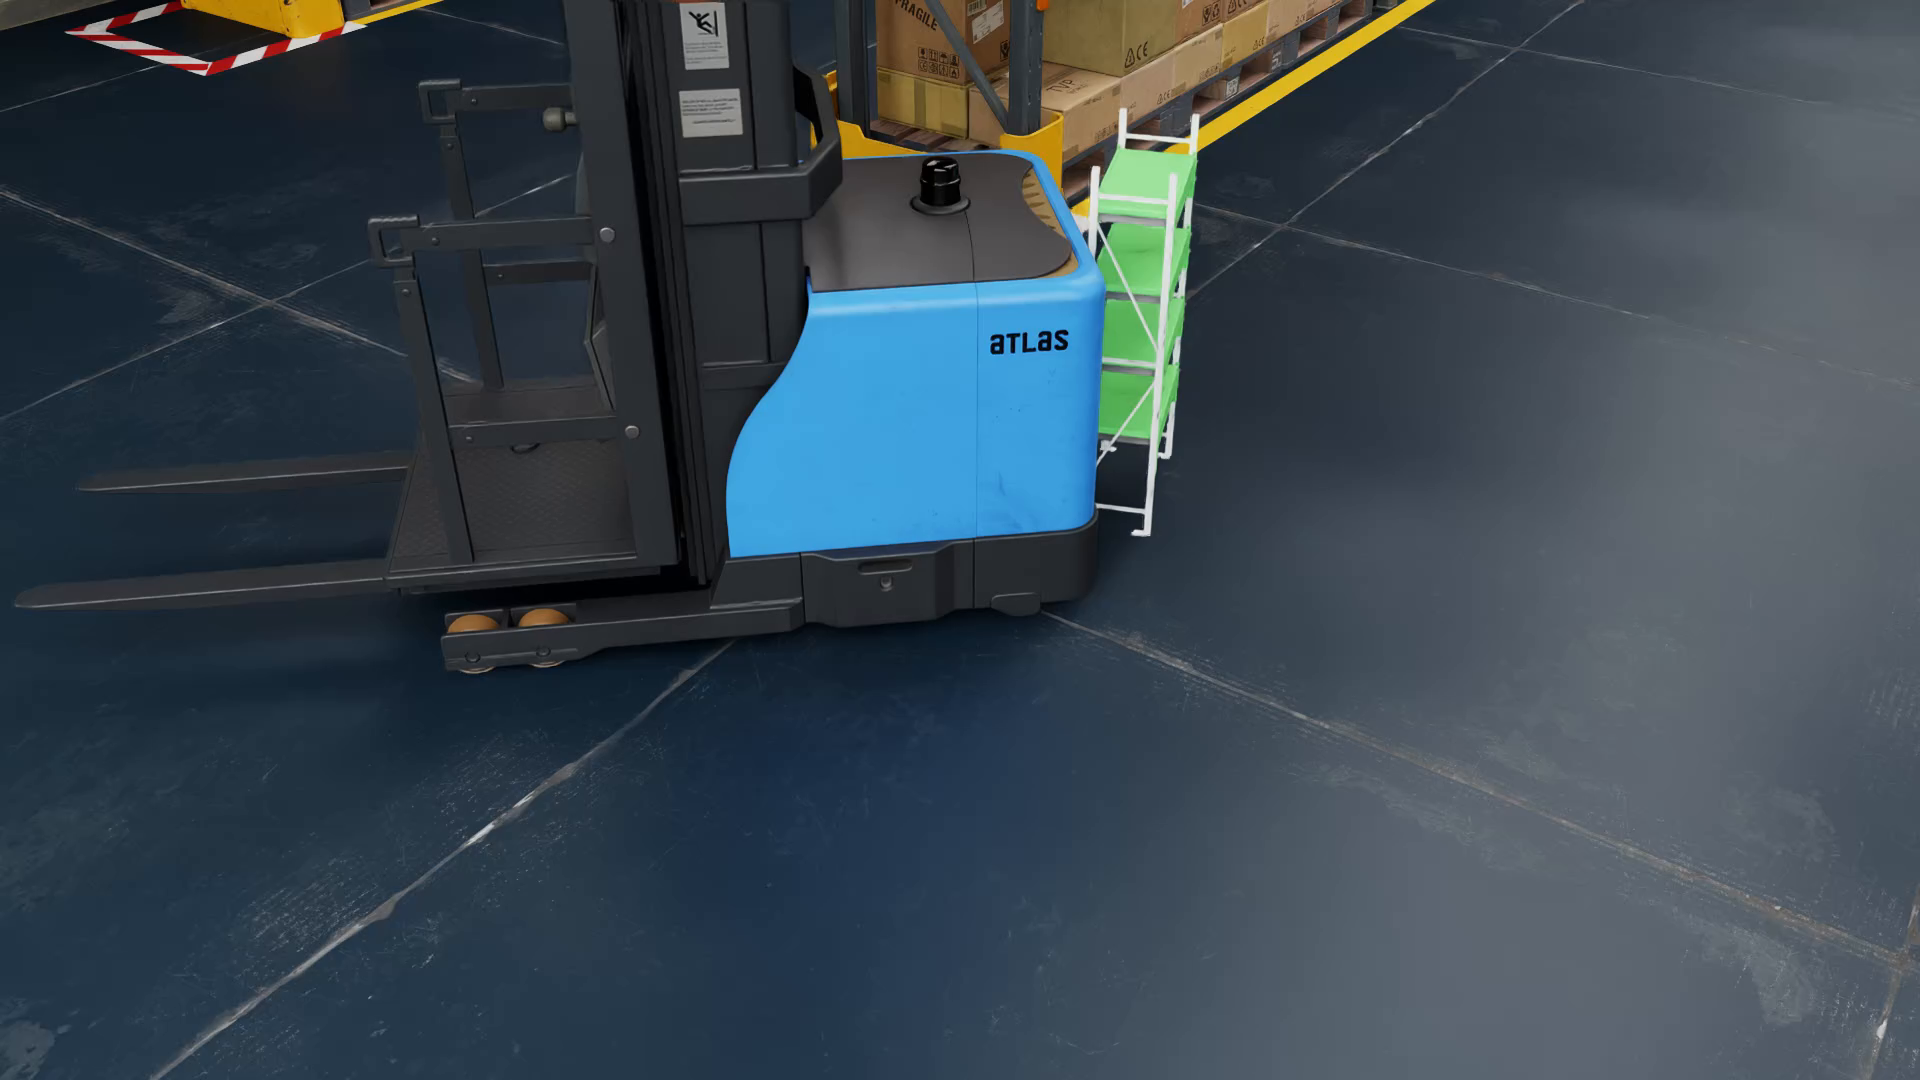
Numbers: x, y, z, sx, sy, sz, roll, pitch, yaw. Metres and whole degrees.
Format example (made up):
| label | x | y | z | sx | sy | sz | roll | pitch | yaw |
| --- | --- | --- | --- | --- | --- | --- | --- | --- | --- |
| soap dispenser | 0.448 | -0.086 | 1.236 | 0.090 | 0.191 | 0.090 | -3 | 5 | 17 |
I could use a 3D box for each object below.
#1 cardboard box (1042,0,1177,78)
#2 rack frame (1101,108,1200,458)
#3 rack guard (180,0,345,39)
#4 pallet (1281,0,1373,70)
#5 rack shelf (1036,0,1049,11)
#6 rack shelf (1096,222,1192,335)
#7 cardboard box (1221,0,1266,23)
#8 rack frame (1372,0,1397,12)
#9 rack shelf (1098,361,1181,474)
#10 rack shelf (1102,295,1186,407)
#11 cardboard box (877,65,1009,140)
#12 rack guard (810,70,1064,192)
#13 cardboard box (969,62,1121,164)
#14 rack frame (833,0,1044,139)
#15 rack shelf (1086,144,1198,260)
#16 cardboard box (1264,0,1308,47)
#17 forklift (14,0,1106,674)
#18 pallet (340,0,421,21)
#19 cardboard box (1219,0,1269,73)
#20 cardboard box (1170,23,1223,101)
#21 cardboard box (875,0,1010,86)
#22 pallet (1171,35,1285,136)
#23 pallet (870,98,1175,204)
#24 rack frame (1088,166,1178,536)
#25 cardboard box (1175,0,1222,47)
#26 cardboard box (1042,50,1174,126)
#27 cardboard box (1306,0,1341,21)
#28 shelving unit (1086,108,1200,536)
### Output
| label | x | y | z | sx | sy | sz | roll | pitch | yaw |
| --- | --- | --- | --- | --- | --- | --- | --- | --- | --- |
| cardboard box | 0.668 | -2.488 | 7.661 | 0.500 | 0.500 | 0.500 | 21 | 39 | 28 |
| rack frame | 0.603 | -0.796 | 5.355 | 0.240 | 1.200 | 0.015 | 8 | 35 | 11 |
| rack guard | -4.132 | -3.316 | 9.707 | 1.175 | 0.500 | 0.348 | 21 | 39 | 28 |
| pallet | 1.689 | -3.069 | 9.599 | 1.003 | 0.211 | 1.213 | 21 | 39 | 28 |
| rack shelf | 1.037 | -3.358 | 8.180 | 1.077 | 0.370 | 4.000 | 21 | 39 | 28 |
| rack shelf | 0.545 | -0.809 | 5.060 | 0.258 | 0.148 | 0.480 | 8 | 35 | 11 |
| cardboard box | 1.242 | -2.946 | 8.339 | 0.500 | 0.500 | 0.500 | 21 | 39 | 28 |
| rack frame | 2.177 | -4.576 | 9.339 | 1.000 | 3.000 | 0.127 | 21 | 39 | 28 |
| rack shelf | 0.545 | -0.411 | 5.329 | 0.258 | 0.148 | 0.480 | 8 | 35 | 11 |
| rack shelf | 0.545 | -0.610 | 5.195 | 0.258 | 0.148 | 0.480 | 8 | 35 | 11 |
| cardboard box | -0.041 | -2.112 | 7.775 | 0.500 | 0.250 | 0.500 | 21 | 39 | 28 |
| rack guard | -0.117 | -1.689 | 7.301 | 1.175 | 0.500 | 0.348 | 21 | 39 | 28 |
| cardboard box | 0.385 | -1.946 | 7.530 | 0.500 | 0.250 | 0.500 | 21 | 39 | 28 |
| rack frame | -0.104 | -2.735 | 6.617 | 1.000 | 3.000 | 0.127 | 21 | 39 | 28 |
| rack shelf | 0.545 | -1.008 | 4.926 | 0.258 | 0.148 | 0.480 | 8 | 35 | 11 |
| cardboard box | 1.526 | -2.866 | 8.890 | 0.500 | 0.250 | 0.500 | 21 | 39 | 28 |
| forklift | -1.160 | -1.154 | 4.340 | 3.031 | 2.935 | 1.130 | -5 | 34 | -7 |
| pallet | -3.640 | -3.558 | 10.324 | 1.003 | 0.211 | 1.213 | 21 | 39 | 28 |
| cardboard box | 1.242 | -2.636 | 8.550 | 0.500 | 0.250 | 0.500 | 21 | 39 | 28 |
| cardboard box | 0.952 | -2.407 | 8.212 | 0.500 | 0.250 | 0.500 | 21 | 39 | 28 |
| cardboard box | -0.042 | -2.423 | 7.565 | 0.500 | 0.500 | 0.500 | 21 | 39 | 28 |
| pallet | 0.994 | -2.505 | 8.765 | 1.003 | 0.211 | 1.213 | 21 | 39 | 28 |
| pallet | 0.298 | -1.946 | 7.939 | 1.003 | 0.211 | 1.213 | 21 | 39 | 28 |
| rack frame | 0.486 | -0.530 | 4.963 | 0.240 | 1.200 | 0.015 | 8 | 35 | 11 |
| cardboard box | 0.943 | -2.722 | 8.007 | 0.500 | 0.500 | 0.500 | 21 | 39 | 28 |
| cardboard box | 0.667 | -2.177 | 7.872 | 0.500 | 0.250 | 0.500 | 21 | 39 | 28 |
| cardboard box | 1.799 | -3.101 | 9.238 | 0.500 | 0.250 | 0.500 | 21 | 39 | 28 |
| shelving unit | 0.545 | -0.663 | 5.159 | 0.258 | 1.200 | 0.503 | 8 | 35 | 11 |
